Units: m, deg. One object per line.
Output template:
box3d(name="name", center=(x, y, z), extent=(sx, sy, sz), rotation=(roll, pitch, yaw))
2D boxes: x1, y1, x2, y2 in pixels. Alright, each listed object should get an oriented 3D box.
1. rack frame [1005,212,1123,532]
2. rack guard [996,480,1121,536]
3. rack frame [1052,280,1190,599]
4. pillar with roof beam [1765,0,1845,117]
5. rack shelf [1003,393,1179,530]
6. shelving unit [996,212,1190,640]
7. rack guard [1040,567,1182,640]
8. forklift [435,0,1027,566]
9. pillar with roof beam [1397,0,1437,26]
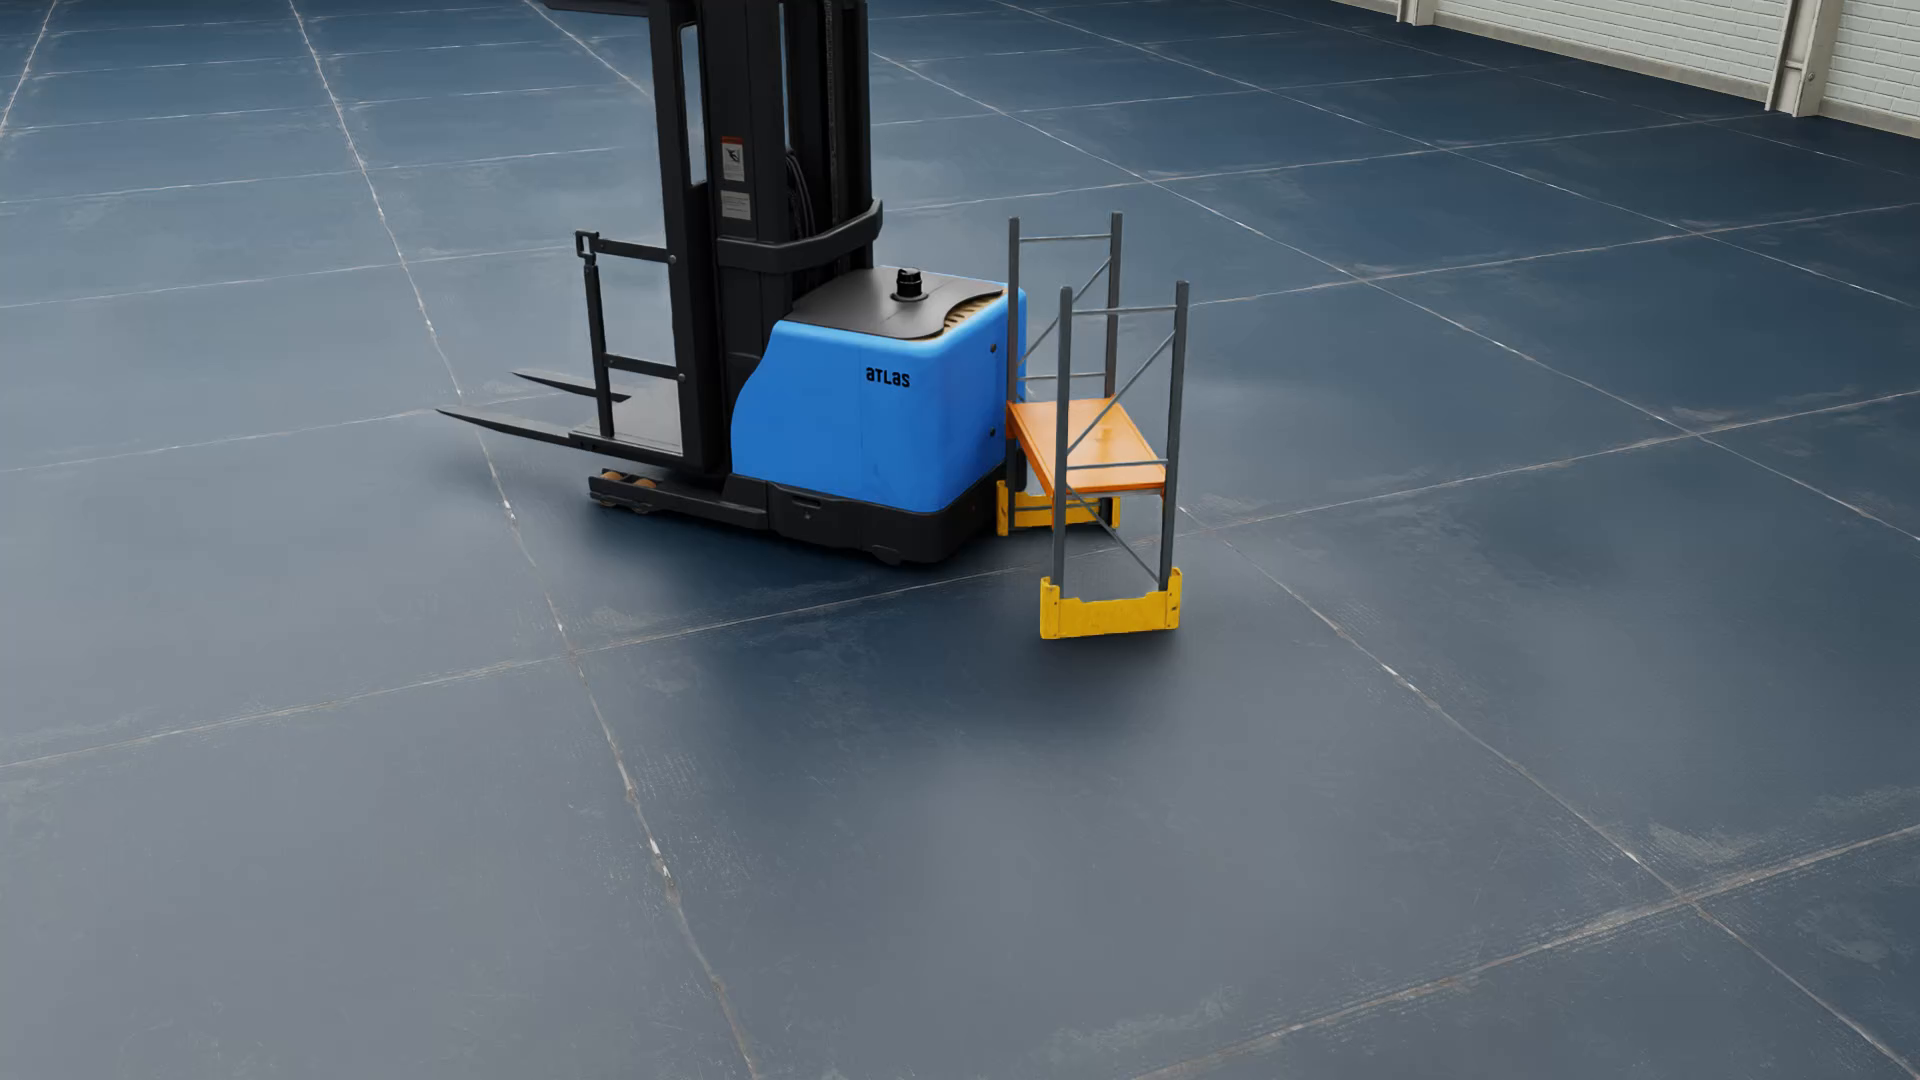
box3d(name="rack frame", center=(0.460, -0.737, 7.550), extent=(0.500, 1.500, 0.032), rotation=(-4, 26, -9))
box3d(name="rack guard", center=(0.463, -0.167, 7.807), extent=(0.587, 0.250, 0.087), rotation=(-4, 26, -9))
box3d(name="rack frame", center=(0.627, -0.297, 6.649), extent=(0.500, 1.500, 0.032), rotation=(-4, 26, -9))
box3d(name="pillar with roof beam", center=(4.238, -7.524, 12.903), extent=(9.100, 9.000, 0.400), rotation=(-11, 28, -21))
box3d(name="rack shelf", center=(0.544, -0.355, 7.179), extent=(0.538, 0.185, 1.000), rotation=(-4, 26, -9))
box3d(name="shelving unit", center=(0.545, -0.513, 7.092), extent=(0.587, 1.500, 1.083), rotation=(-4, 26, -9))
box3d(name="rack guard", center=(0.627, 0.264, 6.924), extent=(0.587, 0.250, 0.087), rotation=(-4, 26, -9))
box3d(name="forklift", center=(-1.227, -1.634, 7.757), extent=(3.031, 2.935, 1.130), rotation=(12, 29, 24))
box3d(name="pillar with roof beam", center=(1.888, -9.946, 17.864), extent=(9.100, 9.000, 0.400), rotation=(-11, 28, -21))
